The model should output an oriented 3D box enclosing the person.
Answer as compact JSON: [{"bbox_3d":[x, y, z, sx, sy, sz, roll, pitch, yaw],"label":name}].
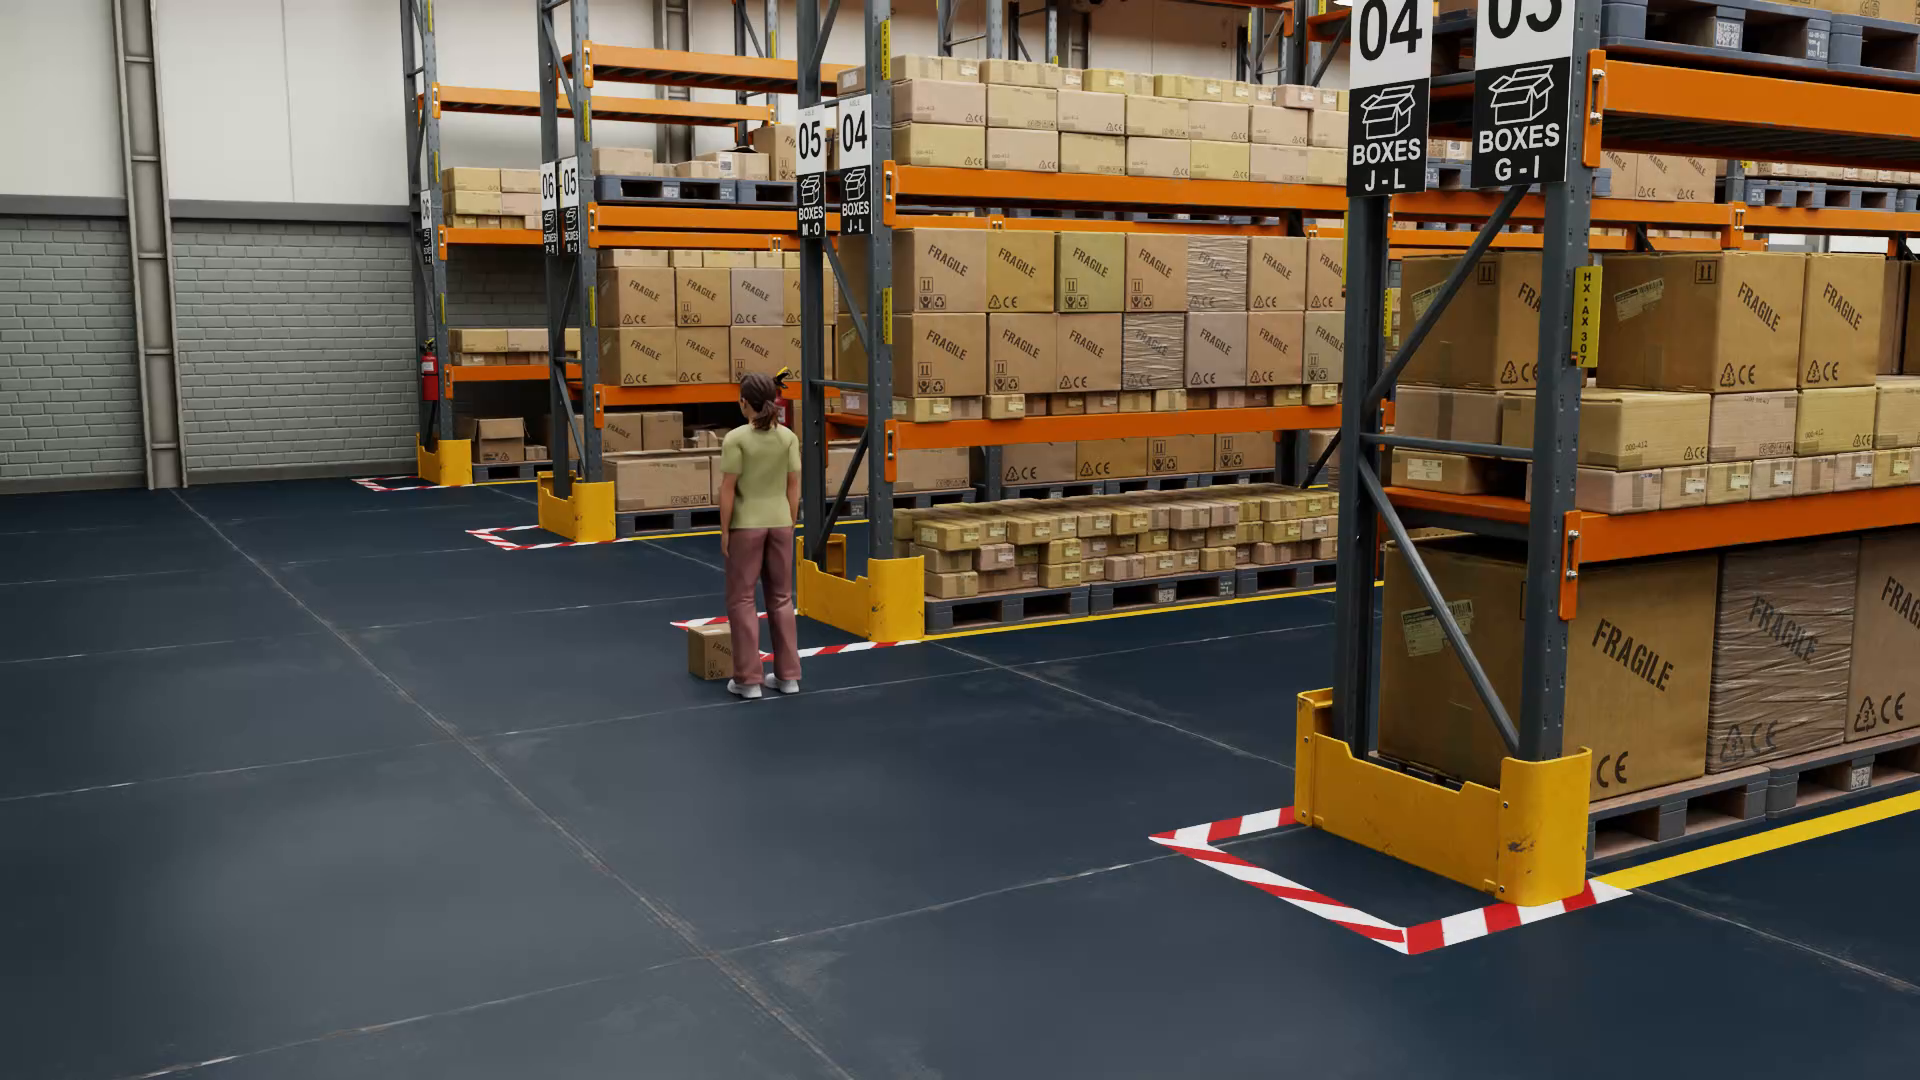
[{"bbox_3d":[-1.032,-0.028,8.548,0.441,1.669,0.360,-5,9,-29],"label":"person"}]
